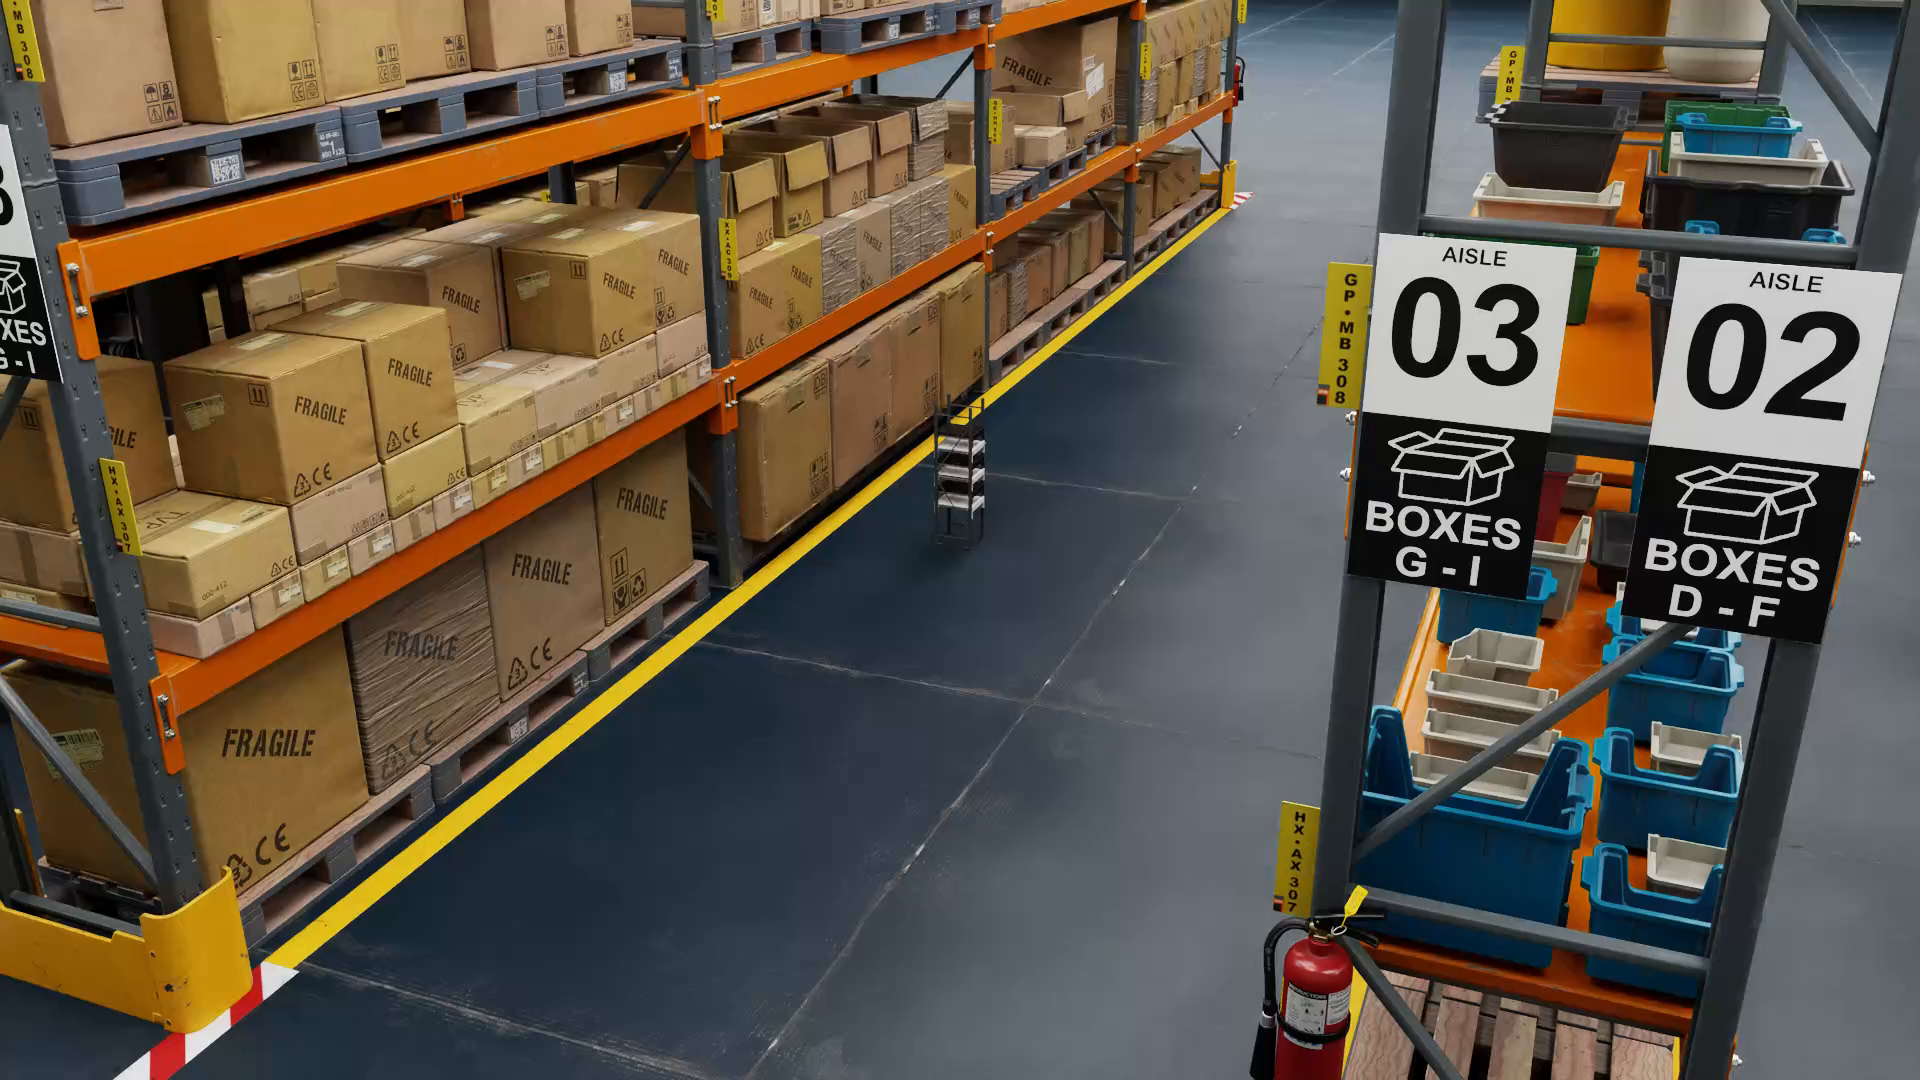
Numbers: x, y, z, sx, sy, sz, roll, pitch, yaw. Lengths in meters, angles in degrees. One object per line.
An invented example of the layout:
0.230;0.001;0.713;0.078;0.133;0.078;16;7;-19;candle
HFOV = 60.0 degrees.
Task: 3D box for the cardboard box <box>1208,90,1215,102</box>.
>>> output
2.662;-5.042;18.755;0.380;0.149;0.250;9;24;20;cardboard box

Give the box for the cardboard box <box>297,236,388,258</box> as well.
-5.013;-2.281;13.544;0.500;0.250;0.500;9;24;21;cardboard box

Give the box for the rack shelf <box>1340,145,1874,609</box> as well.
2.113;-0.809;5.336;1.077;0.370;4.000;9;24;20;rack shelf

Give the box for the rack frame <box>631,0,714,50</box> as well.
-1.743;-3.950;8.031;1.000;3.000;0.127;9;24;20;rack frame

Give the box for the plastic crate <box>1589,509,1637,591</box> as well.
2.689;0.066;6.480;0.437;0.125;0.590;9;24;20;plastic crate

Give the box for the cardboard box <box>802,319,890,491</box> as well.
-1.193;-0.947;10.836;1.225;0.875;0.875;8;24;18;cardboard box

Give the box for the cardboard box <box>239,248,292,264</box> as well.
-5.690;-2.177;13.295;0.500;0.250;0.500;9;24;20;cardboard box

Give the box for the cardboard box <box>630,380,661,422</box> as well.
-1.743;-0.726;8.421;0.380;0.149;0.250;8;24;19;cardboard box

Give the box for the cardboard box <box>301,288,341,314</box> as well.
-5.204;-1.750;13.246;0.500;0.500;0.500;8;24;18;cardboard box

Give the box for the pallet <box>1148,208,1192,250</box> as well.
1.897;-3.441;18.214;1.003;0.211;1.213;9;24;20;pallet

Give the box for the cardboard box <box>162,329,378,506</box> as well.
-2.614;-0.476;6.334;0.500;0.500;0.500;8;24;19;cardboard box

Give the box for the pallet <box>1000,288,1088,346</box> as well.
0.489;-2.041;14.862;1.003;0.211;1.213;9;24;20;pallet

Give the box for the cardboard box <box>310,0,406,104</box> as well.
-2.618;-1.990;6.427;0.700;0.500;0.500;7;24;16;cardboard box

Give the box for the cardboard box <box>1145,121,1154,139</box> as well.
1.693;-4.050;16.380;0.380;0.149;0.250;9;24;20;cardboard box

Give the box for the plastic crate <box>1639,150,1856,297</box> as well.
2.192;-0.904;4.711;0.504;0.338;0.767;9;24;20;plastic crate

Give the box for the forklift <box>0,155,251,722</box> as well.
-4.032;-0.963;8.752;1.130;2.935;3.031;6;23;14;forklift

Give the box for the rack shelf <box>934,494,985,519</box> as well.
-0.003;-0.215;10.152;0.258;0.077;0.200;9;24;20;rack shelf

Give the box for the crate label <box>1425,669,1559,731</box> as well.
1.706;0.530;5.353;0.396;0.136;0.243;9;24;20;crate label

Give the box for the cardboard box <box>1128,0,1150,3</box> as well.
1.700;-5.426;17.535;0.500;0.500;0.500;9;24;20;cardboard box

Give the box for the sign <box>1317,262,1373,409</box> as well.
0.853;-0.450;3.679;0.100;0.325;0.005;9;24;20;sign

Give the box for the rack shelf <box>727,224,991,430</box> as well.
-1.000;-1.565;11.039;1.077;0.370;4.000;9;24;20;rack shelf

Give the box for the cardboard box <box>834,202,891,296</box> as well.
-0.781;-1.901;10.780;0.500;0.500;0.500;9;24;21;cardboard box

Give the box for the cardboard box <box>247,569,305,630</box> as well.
-2.697;0.194;6.220;0.380;0.149;0.250;8;24;19;cardboard box

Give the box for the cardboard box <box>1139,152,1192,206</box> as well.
2.277;-4.076;18.815;0.500;0.500;0.500;16;28;34;cardboard box

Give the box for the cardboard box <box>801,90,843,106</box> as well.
-2.044;-5.183;20.979;0.875;0.875;0.875;9;24;20;cardboard box

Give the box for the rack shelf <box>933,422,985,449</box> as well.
-0.003;-0.631;9.978;0.258;0.077;0.200;9;24;20;rack shelf

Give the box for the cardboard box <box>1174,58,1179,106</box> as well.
1.764;-4.747;17.207;0.875;0.500;0.500;9;24;20;cardboard box

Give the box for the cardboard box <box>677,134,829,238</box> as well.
-1.248;-2.164;10.108;0.797;0.503;0.637;9;24;21;cardboard box

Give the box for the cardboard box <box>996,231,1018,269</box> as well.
0.151;-2.444;13.908;0.500;0.250;0.500;12;25;26;cardboard box

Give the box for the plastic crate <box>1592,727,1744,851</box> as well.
2.012;0.732;4.746;0.416;0.233;0.300;9;24;20;plastic crate

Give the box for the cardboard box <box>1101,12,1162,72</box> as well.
1.632;-4.814;16.070;0.500;0.500;0.500;9;24;20;cardboard box

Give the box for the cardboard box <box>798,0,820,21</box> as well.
-1.051;-3.155;9.800;0.380;0.149;0.250;8;24;18;cardboard box

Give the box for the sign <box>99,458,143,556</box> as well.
-2.716;-0.105;5.382;0.100;0.325;0.005;9;24;20;sign

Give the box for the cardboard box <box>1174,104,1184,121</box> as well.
2.132;-4.501;17.460;0.380;0.149;0.250;9;24;20;cardboard box

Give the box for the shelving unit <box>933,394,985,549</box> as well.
-0.003;-0.412;10.070;0.258;0.900;0.210;9;24;20;shelving unit

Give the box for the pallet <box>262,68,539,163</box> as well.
-2.511;-1.798;6.887;1.003;0.211;1.213;9;24;20;pallet

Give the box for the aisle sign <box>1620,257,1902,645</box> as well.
1.619;-0.172;3.398;0.394;0.787;0.004;9;24;20;aisle sign

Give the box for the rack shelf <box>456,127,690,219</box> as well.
-4.082;-3.743;16.252;1.077;0.370;4.000;9;24;20;rack shelf

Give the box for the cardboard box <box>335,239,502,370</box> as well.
-2.537;-1.099;7.825;0.500;0.500;0.500;8;24;18;cardboard box

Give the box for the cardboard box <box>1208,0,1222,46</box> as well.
2.559;-5.709;18.212;0.500;0.500;0.500;9;24;20;cardboard box

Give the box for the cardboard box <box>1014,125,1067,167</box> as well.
0.579;-3.304;13.919;0.500;0.250;0.500;8;24;19;cardboard box

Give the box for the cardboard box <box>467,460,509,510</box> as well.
-2.221;-0.265;7.318;0.380;0.149;0.250;8;24;19;cardboard box

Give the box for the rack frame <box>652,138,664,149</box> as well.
-3.339;-4.791;17.827;1.000;3.000;0.127;9;24;20;rack frame

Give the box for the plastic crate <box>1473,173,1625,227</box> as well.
1.907;-1.078;5.390;0.437;0.136;0.530;9;24;20;plastic crate

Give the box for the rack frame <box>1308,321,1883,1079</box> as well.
1.370;0.959;4.062;1.000;3.000;0.127;9;24;20;rack frame

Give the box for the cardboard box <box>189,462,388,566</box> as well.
-2.613;-0.138;6.498;0.500;0.250;0.500;8;24;19;cardboard box

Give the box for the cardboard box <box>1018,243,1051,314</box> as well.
0.371;-2.309;14.559;0.700;0.500;0.500;11;25;24;cardboard box

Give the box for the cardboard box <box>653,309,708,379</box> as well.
-1.663;-1.054;8.690;0.500;0.250;0.500;8;24;19;cardboard box

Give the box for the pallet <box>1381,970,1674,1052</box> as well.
2.167;1.521;6.335;1.003;0.211;1.213;9;24;20;pallet

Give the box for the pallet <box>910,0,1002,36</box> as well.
-0.447;-3.672;11.502;1.213;0.211;1.003;10;25;22;pallet

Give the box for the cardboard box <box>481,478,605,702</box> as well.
-2.397;0.152;8.206;0.875;0.875;0.875;9;24;20;cardboard box

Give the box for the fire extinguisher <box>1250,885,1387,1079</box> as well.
0.892;1.156;4.176;0.296;0.674;0.183;9;24;20;fire extinguisher
